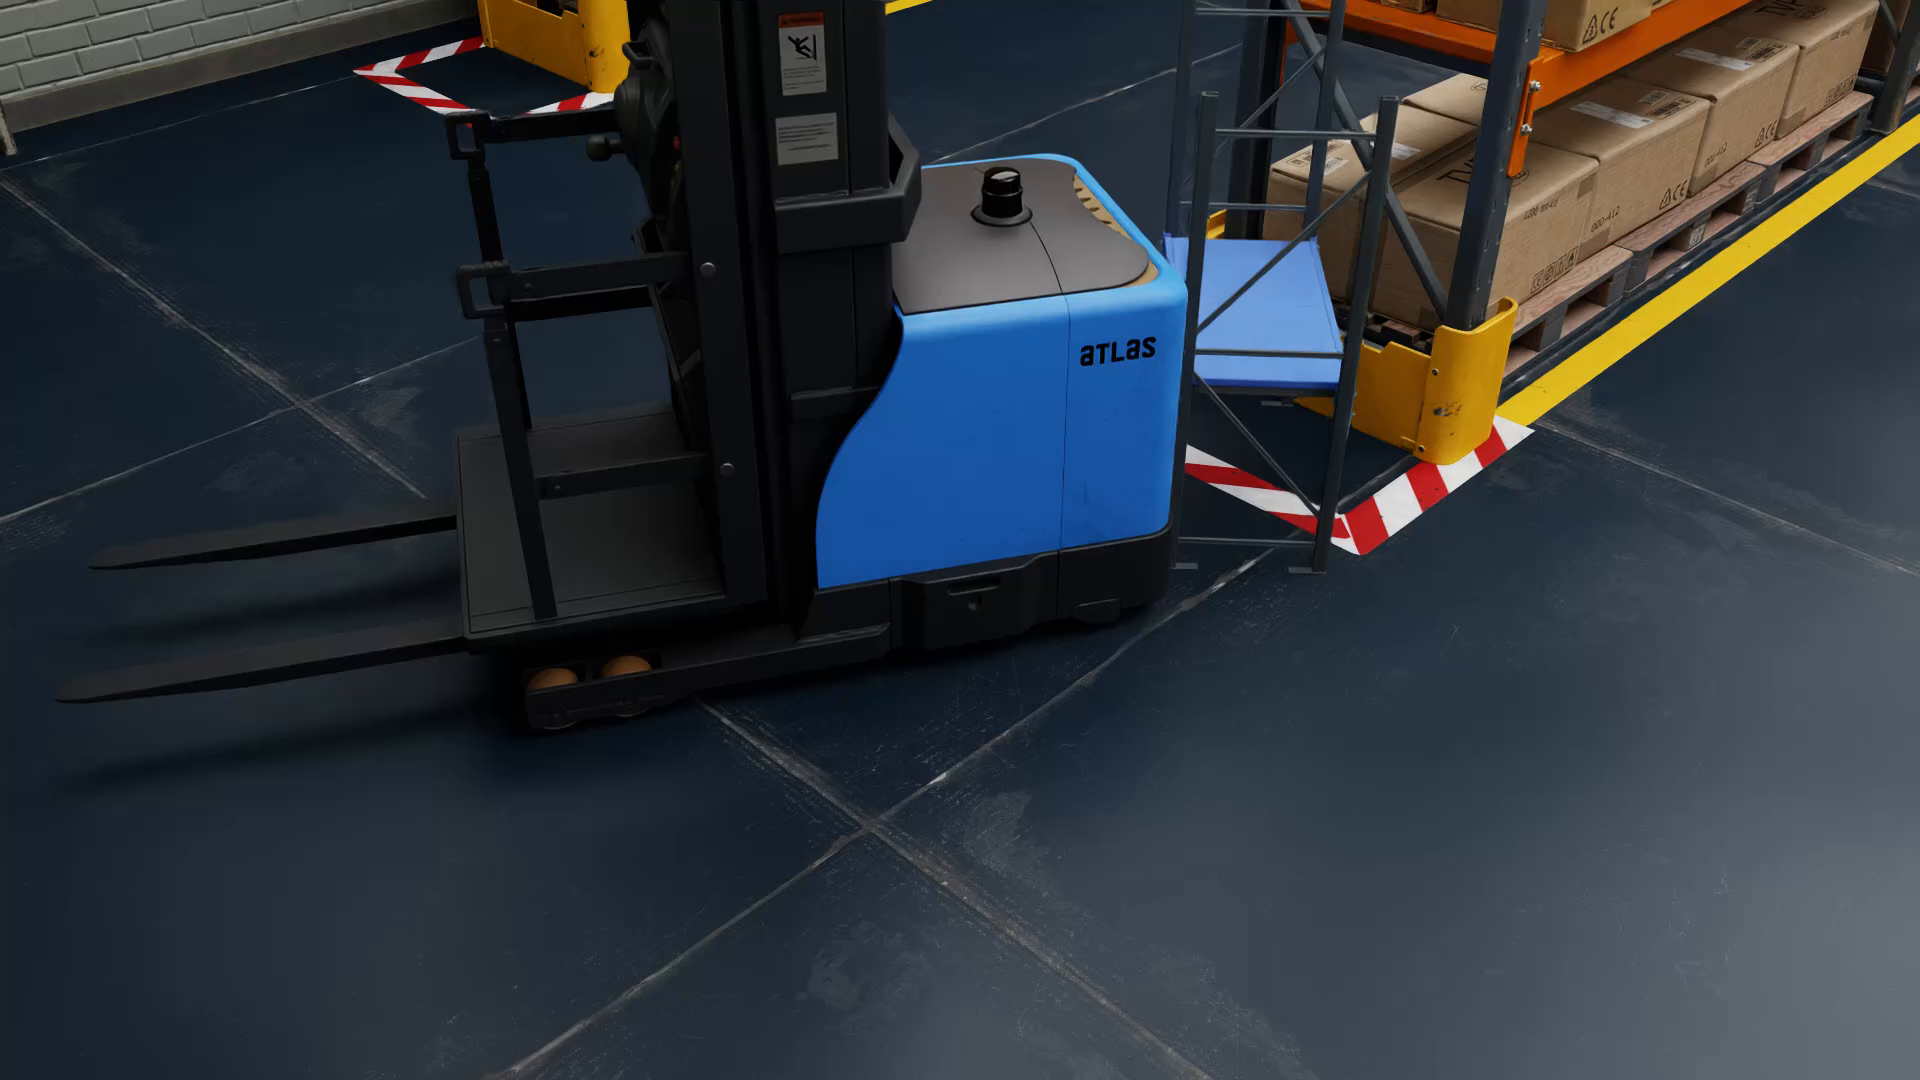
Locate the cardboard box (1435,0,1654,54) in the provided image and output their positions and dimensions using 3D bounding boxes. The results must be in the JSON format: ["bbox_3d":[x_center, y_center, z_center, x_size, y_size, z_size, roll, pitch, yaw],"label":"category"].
[{"bbox_3d":[1.894,-1.901,5.266,0.500,0.500,0.500,29,44,35],"label":"cardboard box"}]

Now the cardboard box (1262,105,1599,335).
[{"bbox_3d":[1.746,-1.210,6.236,0.875,0.438,0.875,28,44,34],"label":"cardboard box"}]

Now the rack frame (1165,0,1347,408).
[{"bbox_3d":[0.938,-1.103,5.521,0.500,1.500,0.032,2,35,3],"label":"rack frame"}]

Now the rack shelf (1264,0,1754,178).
[{"bbox_3d":[2.761,-2.298,6.551,1.077,0.370,4.000,30,45,35],"label":"rack shelf"}]

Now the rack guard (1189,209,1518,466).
[{"bbox_3d":[1.335,-0.746,5.882,1.175,0.500,0.348,30,45,35],"label":"rack guard"}]

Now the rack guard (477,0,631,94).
[{"bbox_3d":[-2.120,-2.785,8.807,1.175,0.500,0.348,30,45,35],"label":"rack guard"}]

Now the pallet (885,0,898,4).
[{"bbox_3d":[-0.699,-3.484,10.061,1.003,0.211,1.213,30,45,35],"label":"pallet"}]

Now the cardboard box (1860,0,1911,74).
[{"bbox_3d":[4.550,-2.989,8.404,0.875,0.875,0.875,-28,44,-34],"label":"cardboard box"}]

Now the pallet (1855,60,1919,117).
[{"bbox_3d":[4.660,-2.605,8.800,1.003,0.211,1.213,30,45,35],"label":"pallet"}]

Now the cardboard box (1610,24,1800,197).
[{"bbox_3d":[3.021,-1.951,7.298,0.875,0.438,0.875,28,44,34],"label":"cardboard box"}]

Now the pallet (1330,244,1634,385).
[{"bbox_3d":[1.859,-0.993,6.490,1.003,0.211,1.213,30,45,35],"label":"pallet"}]

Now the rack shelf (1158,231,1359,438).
[{"bbox_3d":[0.904,-0.666,5.208,0.538,0.185,1.000,2,35,3],"label":"rack shelf"}]

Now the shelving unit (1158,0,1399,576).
[{"bbox_3d":[0.904,-0.813,5.105,0.538,1.500,1.048,2,35,3],"label":"shelving unit"}]

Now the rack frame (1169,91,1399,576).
[{"bbox_3d":[0.871,-0.523,4.689,0.500,1.500,0.032,2,35,3],"label":"rack frame"}]

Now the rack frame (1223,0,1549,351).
[{"bbox_3d":[1.352,-1.781,5.181,1.000,3.000,0.127,30,45,35],"label":"rack frame"}]

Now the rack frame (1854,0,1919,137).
[{"bbox_3d":[4.170,-3.405,7.510,1.000,3.000,0.127,30,45,35],"label":"rack frame"}]

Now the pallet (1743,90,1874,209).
[{"bbox_3d":[3.579,-1.984,7.910,1.003,0.211,1.213,30,45,35],"label":"pallet"}]

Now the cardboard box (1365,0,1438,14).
[{"bbox_3d":[1.504,-2.124,5.587,0.500,0.500,0.500,-30,45,-35],"label":"cardboard box"}]

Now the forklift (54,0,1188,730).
[{"bbox_3d":[-0.959,-1.025,4.157,3.031,2.935,1.130,-9,36,-13],"label":"forklift"}]

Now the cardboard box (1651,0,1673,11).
[{"bbox_3d":[2.230,-2.118,5.577,0.500,0.500,0.500,29,44,35],"label":"cardboard box"}]

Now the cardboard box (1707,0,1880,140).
[{"bbox_3d":[3.651,-2.314,7.819,0.875,0.438,0.875,29,44,35],"label":"cardboard box"}]

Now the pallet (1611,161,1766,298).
[{"bbox_3d":[2.719,-1.486,7.196,1.003,0.211,1.213,30,45,35],"label":"pallet"}]

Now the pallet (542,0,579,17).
[{"bbox_3d":[-1.559,-2.991,9.354,1.003,0.211,1.213,30,45,35],"label":"pallet"}]

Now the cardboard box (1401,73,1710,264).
[{"bbox_3d":[2.385,-1.585,6.774,0.875,0.438,0.875,-29,44,-34],"label":"cardboard box"}]
